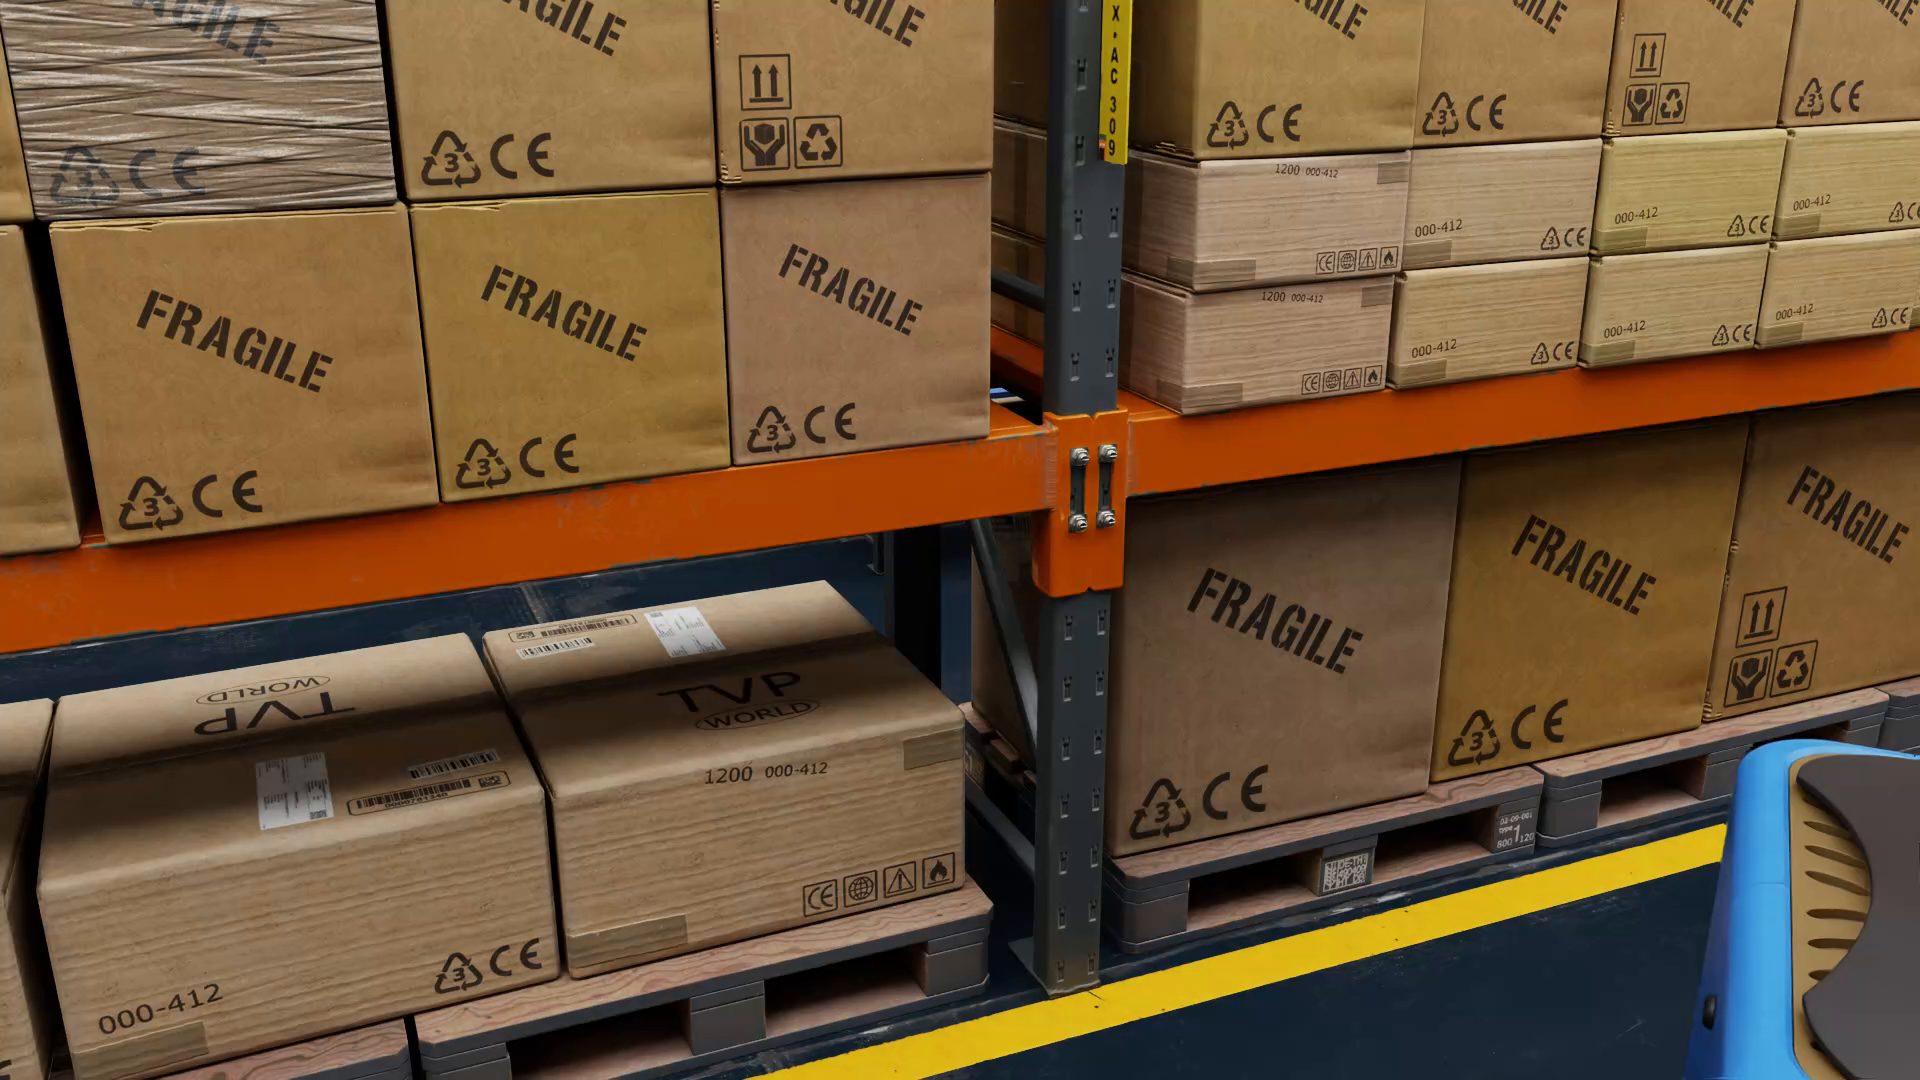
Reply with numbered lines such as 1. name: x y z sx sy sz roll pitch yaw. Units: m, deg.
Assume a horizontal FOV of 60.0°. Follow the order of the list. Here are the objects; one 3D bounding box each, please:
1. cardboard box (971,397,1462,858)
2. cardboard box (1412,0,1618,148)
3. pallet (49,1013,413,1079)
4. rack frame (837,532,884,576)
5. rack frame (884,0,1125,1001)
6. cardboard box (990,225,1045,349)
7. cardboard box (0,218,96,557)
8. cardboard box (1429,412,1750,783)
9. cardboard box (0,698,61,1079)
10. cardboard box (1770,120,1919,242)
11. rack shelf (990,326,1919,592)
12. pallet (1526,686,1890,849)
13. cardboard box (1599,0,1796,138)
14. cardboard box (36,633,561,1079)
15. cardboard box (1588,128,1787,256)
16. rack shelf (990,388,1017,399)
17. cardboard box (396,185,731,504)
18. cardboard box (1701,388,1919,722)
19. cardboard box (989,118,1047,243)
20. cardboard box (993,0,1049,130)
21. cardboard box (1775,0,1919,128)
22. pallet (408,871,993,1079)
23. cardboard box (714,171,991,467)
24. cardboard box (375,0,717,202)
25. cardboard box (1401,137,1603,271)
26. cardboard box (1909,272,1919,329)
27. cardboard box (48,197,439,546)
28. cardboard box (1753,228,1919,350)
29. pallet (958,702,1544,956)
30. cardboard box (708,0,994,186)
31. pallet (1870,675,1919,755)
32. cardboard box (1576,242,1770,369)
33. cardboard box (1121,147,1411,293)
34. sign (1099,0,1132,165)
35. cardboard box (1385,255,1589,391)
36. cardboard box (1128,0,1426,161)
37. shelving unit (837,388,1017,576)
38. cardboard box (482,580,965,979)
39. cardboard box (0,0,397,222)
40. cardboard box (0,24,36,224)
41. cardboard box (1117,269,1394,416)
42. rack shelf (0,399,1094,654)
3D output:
1. cardboard box: 0.594 0.134 4.192 0.875 0.875 0.875 -7 21 -20
2. cardboard box: 1.030 -1.129 3.555 0.500 0.500 0.500 -8 21 -22
3. pallet: -1.795 0.989 3.395 1.213 0.211 1.003 -8 21 -22
4. rack frame: -0.388 -0.652 6.115 0.032 1.500 0.500 -8 21 -22
5. rack frame: 0.056 -0.564 3.608 0.127 3.000 1.000 -8 21 -22
6. cardboard box: 0.368 -0.629 4.019 0.500 0.250 0.500 -9 21 -23
7. cardboard box: -1.681 -0.268 2.617 0.500 0.500 0.500 -7 21 -20
8. cardboard box: 1.420 0.013 4.536 0.875 0.875 0.875 -8 21 -20
9. cardboard box: -2.213 0.732 3.152 0.875 0.438 0.875 -8 21 -20
10. cardboard box: 1.977 -0.904 4.045 0.500 0.250 0.500 -9 21 -24
11. rack shelf: 1.893 -0.488 4.475 4.000 0.370 1.077 -8 21 -22
12. pallet: 1.857 0.465 4.884 1.213 0.211 1.003 -8 21 -22
13. cardboard box: 1.492 -1.194 3.740 0.500 0.500 0.500 -9 21 -23
14. cardboard box: -1.384 0.614 3.487 0.875 0.438 0.875 -9 21 -24
15. cardboard box: 1.514 -0.837 3.855 0.500 0.250 0.500 -8 21 -21
16. rack shelf: 0.078 -0.549 6.365 1.000 0.185 0.538 -8 21 -22
17. cardboard box: -0.738 -0.403 3.000 0.500 0.500 0.500 -9 21 -23
18. cardboard box: 2.241 -0.105 4.870 0.875 0.875 0.875 -8 21 -21
19. cardboard box: 0.365 -0.861 3.925 0.500 0.250 0.500 -8 21 -22
20. cardboard box: 0.367 -1.218 3.810 0.500 0.500 0.500 -7 21 -20
21. cardboard box: 1.964 -1.264 3.939 0.500 0.500 0.500 -9 21 -23
22. pallet: -0.673 0.827 3.855 1.213 0.211 1.003 -8 21 -22
23. cardboard box: -0.268 -0.472 3.197 0.500 0.500 0.500 -8 21 -21
24. cardboard box: -0.737 -0.872 2.827 0.500 0.500 0.500 -8 21 -23
25. cardboard box: 1.040 -0.778 3.689 0.500 0.250 0.500 -8 21 -21
26. cardboard box: 2.436 -0.741 4.335 0.500 0.250 0.500 -8 21 -22
27. cardboard box: -1.194 -0.332 2.799 0.500 0.500 0.500 -8 21 -23
28. cardboard box: 1.979 -0.665 4.120 0.500 0.250 0.500 -9 21 -23
29. pallet: 0.735 0.627 4.425 1.213 0.211 1.003 -8 21 -22
30. cardboard box: -0.267 -0.937 3.010 0.500 0.500 0.500 -8 21 -22
31. pallet: 2.975 0.306 5.336 1.213 0.211 1.003 -8 21 -22
32. cardboard box: 1.516 -0.602 3.941 0.500 0.250 0.500 -8 21 -22
33. cardboard box: 0.572 -0.701 3.470 0.500 0.250 0.500 -9 21 -23
34. sign: 0.278 -0.841 2.971 0.005 0.325 0.100 -8 21 -22
35. cardboard box: 1.040 -0.539 3.763 0.500 0.250 0.500 -9 21 -23
36. cardboard box: 0.574 -1.053 3.341 0.500 0.500 0.500 -8 21 -21
37. shelving unit: 0.078 -0.719 6.305 1.048 1.500 0.538 -8 21 -22
38. cardboard box: -0.563 0.496 3.822 0.875 0.438 0.875 -8 21 -23
39. cardboard box: -1.200 -0.803 2.629 0.500 0.500 0.500 -8 21 -21
40. cardboard box: -1.664 -0.739 2.449 0.500 0.500 0.500 -8 21 -22
41. cardboard box: 0.565 -0.471 3.569 0.500 0.250 0.500 -9 21 -23
42. rack shelf: -1.780 0.038 2.980 4.000 0.370 1.077 -8 21 -22
